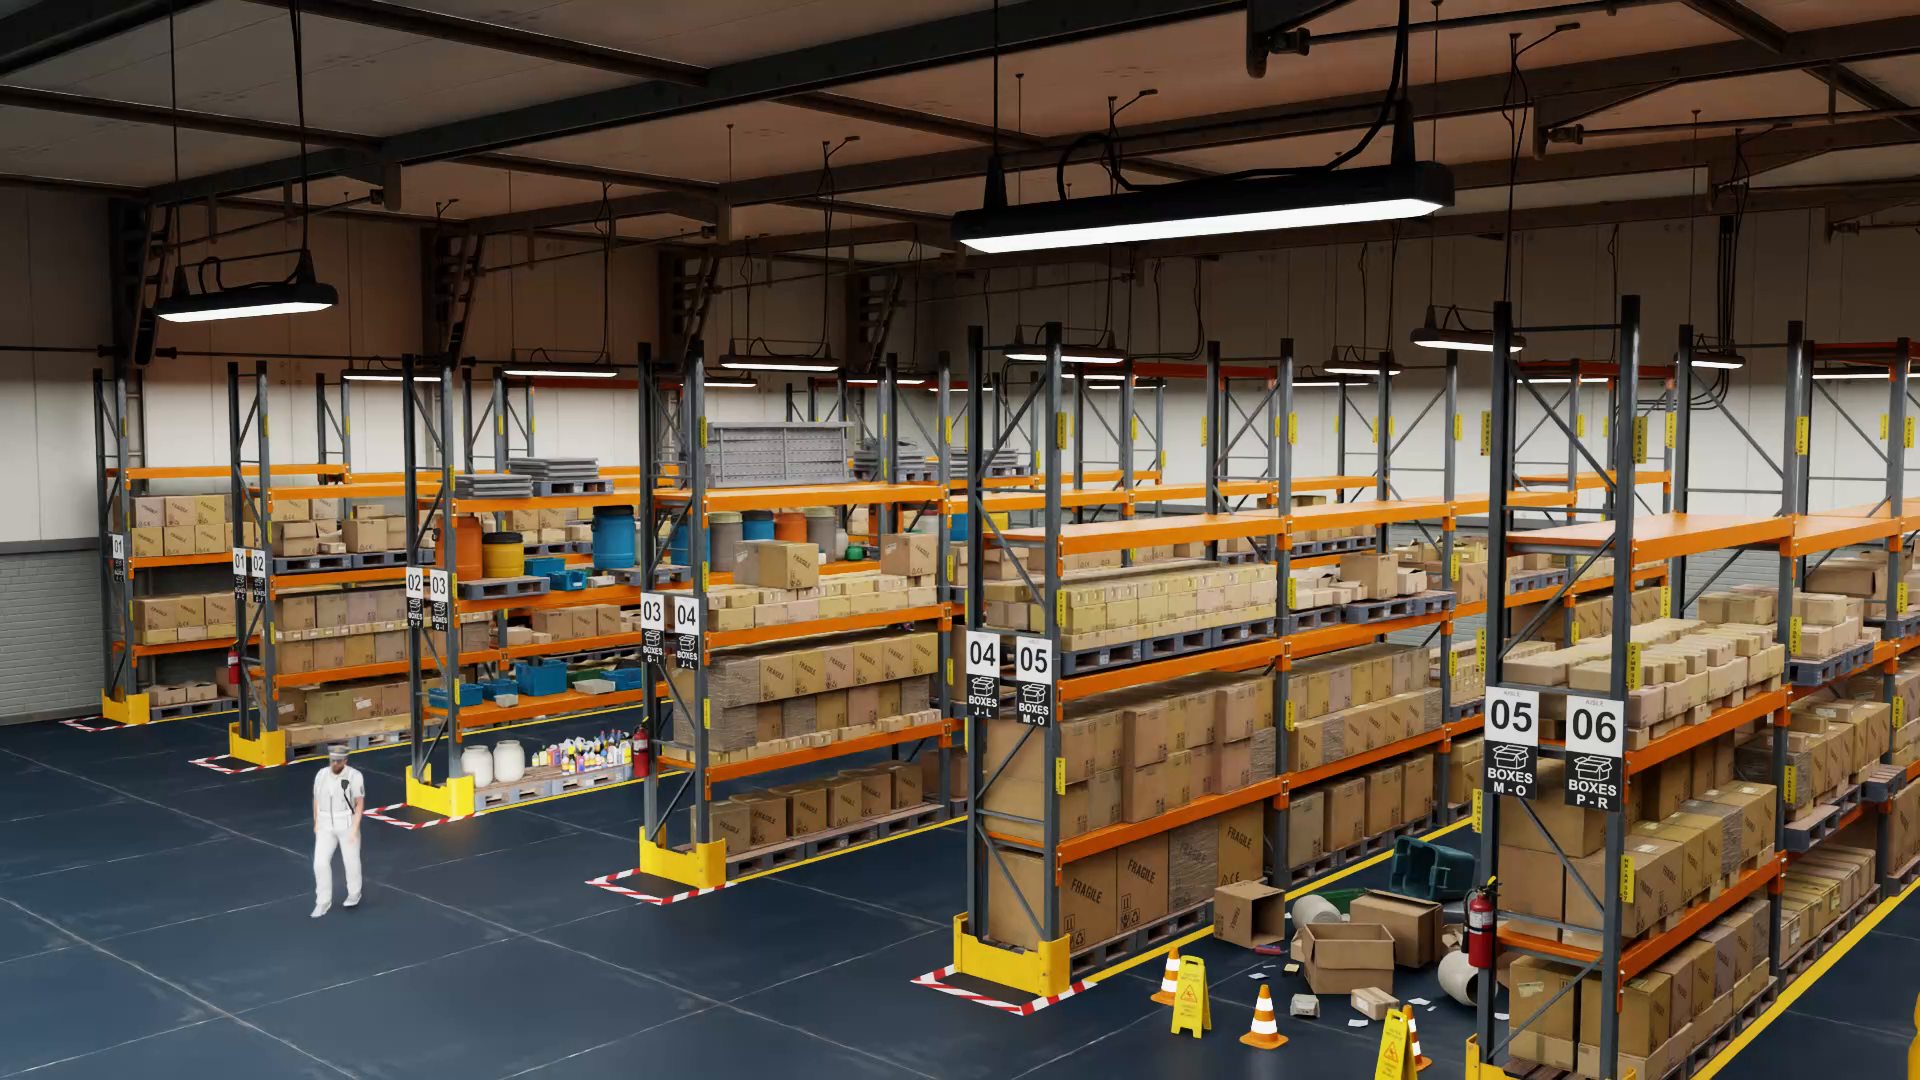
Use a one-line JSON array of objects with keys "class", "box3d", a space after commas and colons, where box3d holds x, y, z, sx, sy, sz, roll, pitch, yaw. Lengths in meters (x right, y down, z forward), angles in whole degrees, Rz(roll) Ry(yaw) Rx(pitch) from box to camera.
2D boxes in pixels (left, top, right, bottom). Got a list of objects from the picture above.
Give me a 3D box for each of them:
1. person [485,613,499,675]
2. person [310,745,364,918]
[{"class": "person", "box3d": [-8.340, 2.134, 30.129, 0.523, 1.653, 0.640, 2, 5, 31]}, {"class": "person", "box3d": [-6.519, 3.048, 17.437, 0.566, 1.830, 0.614, 0, 4, -4]}]
